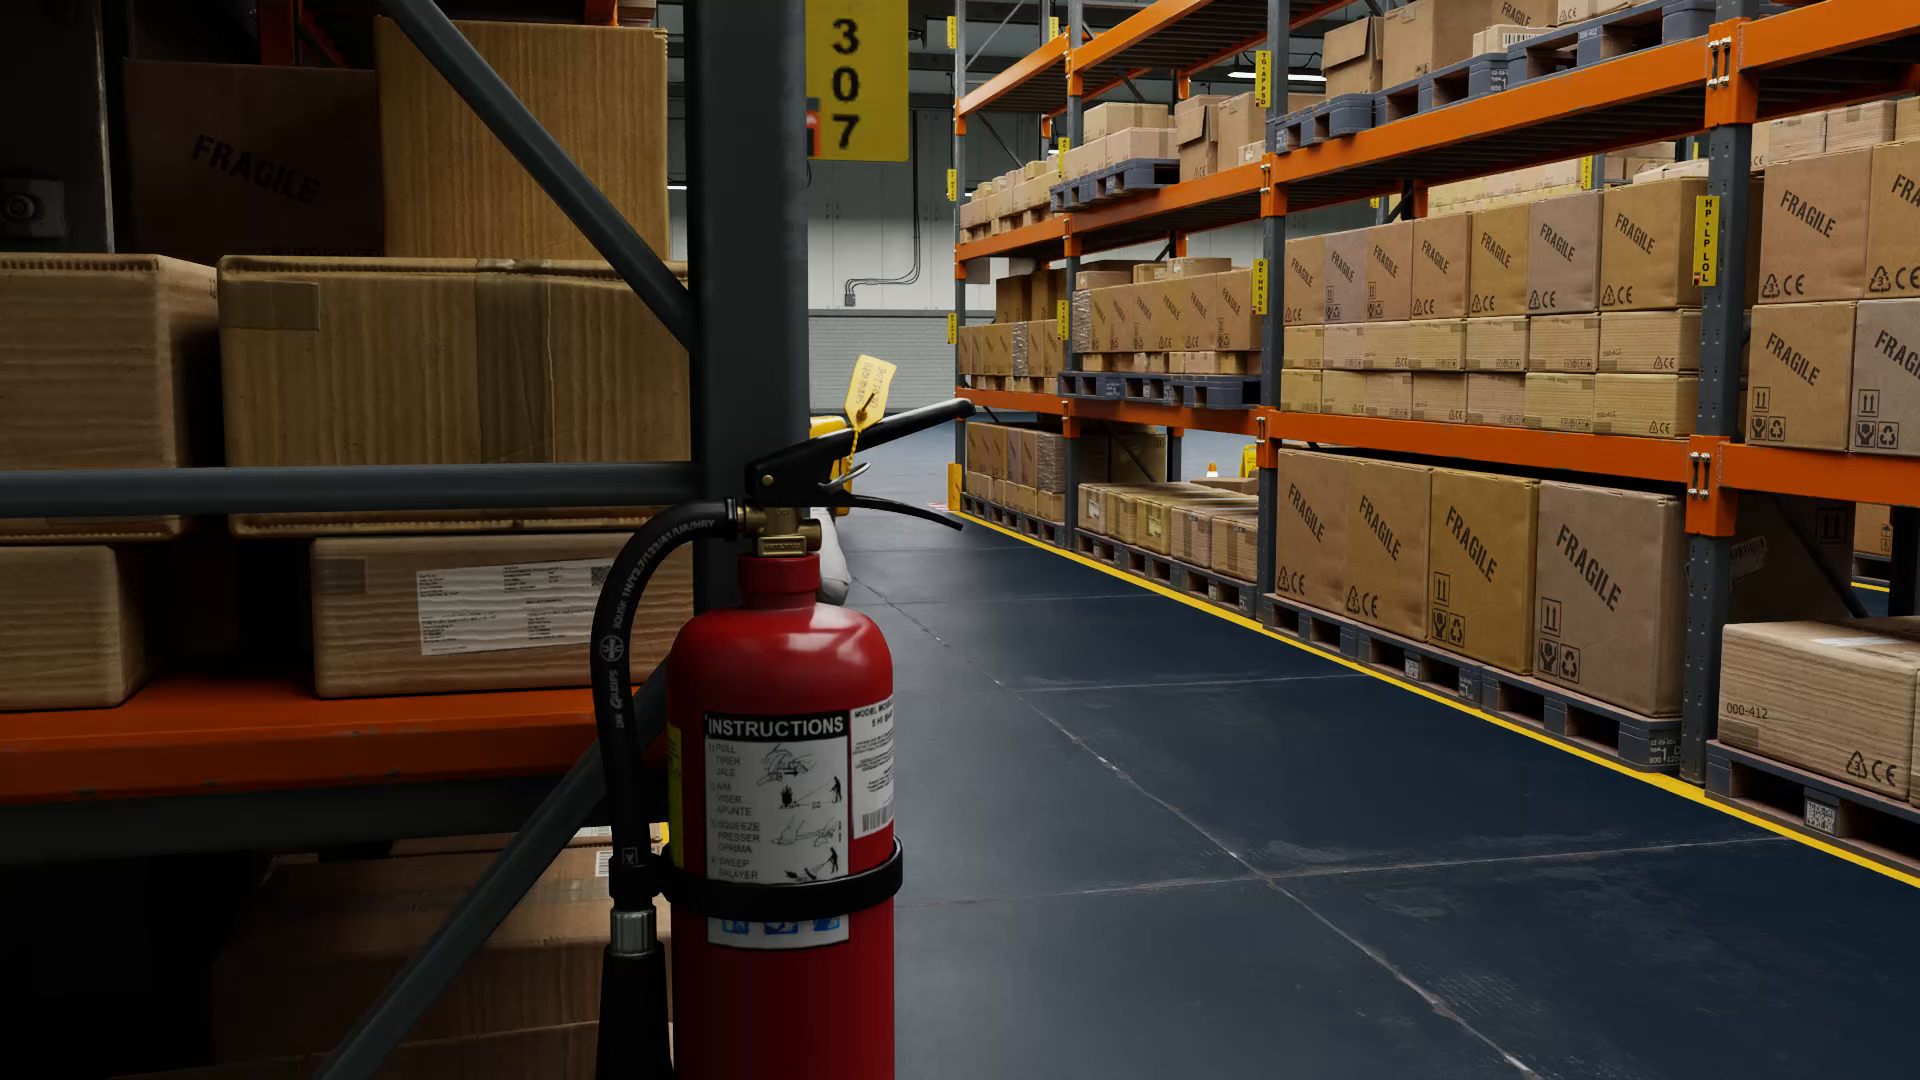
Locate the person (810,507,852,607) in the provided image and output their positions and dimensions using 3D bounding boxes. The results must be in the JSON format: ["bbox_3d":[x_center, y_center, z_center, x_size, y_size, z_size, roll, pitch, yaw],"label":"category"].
[{"bbox_3d":[-0.805,0.202,8.206,0.493,1.048,0.771,-2,6,-15],"label":"person"}]
